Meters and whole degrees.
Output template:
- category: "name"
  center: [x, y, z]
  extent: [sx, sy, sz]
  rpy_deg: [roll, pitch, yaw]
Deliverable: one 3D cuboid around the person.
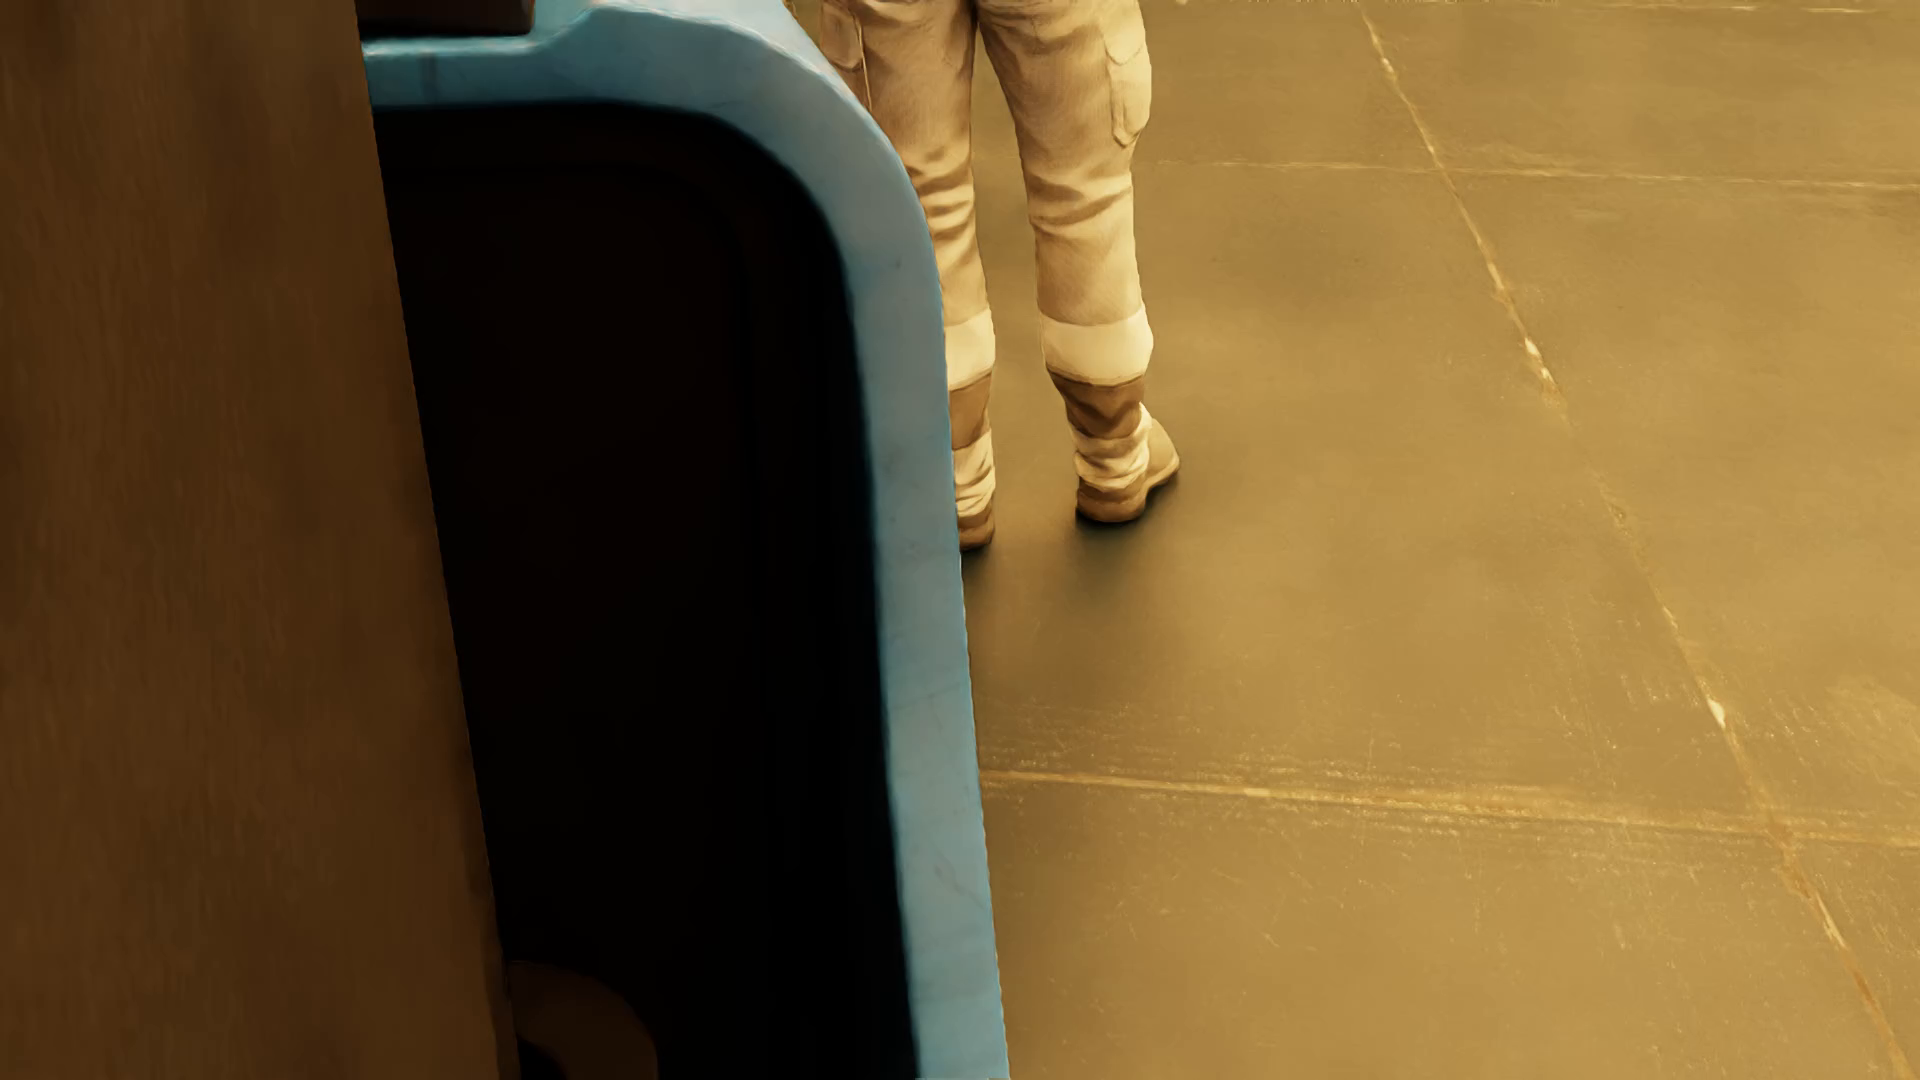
- category: "person"
  center: [0.021, -0.842, 2.167]
  extent: [0.637, 1.787, 0.563]
  rpy_deg: [3, 27, 7]
